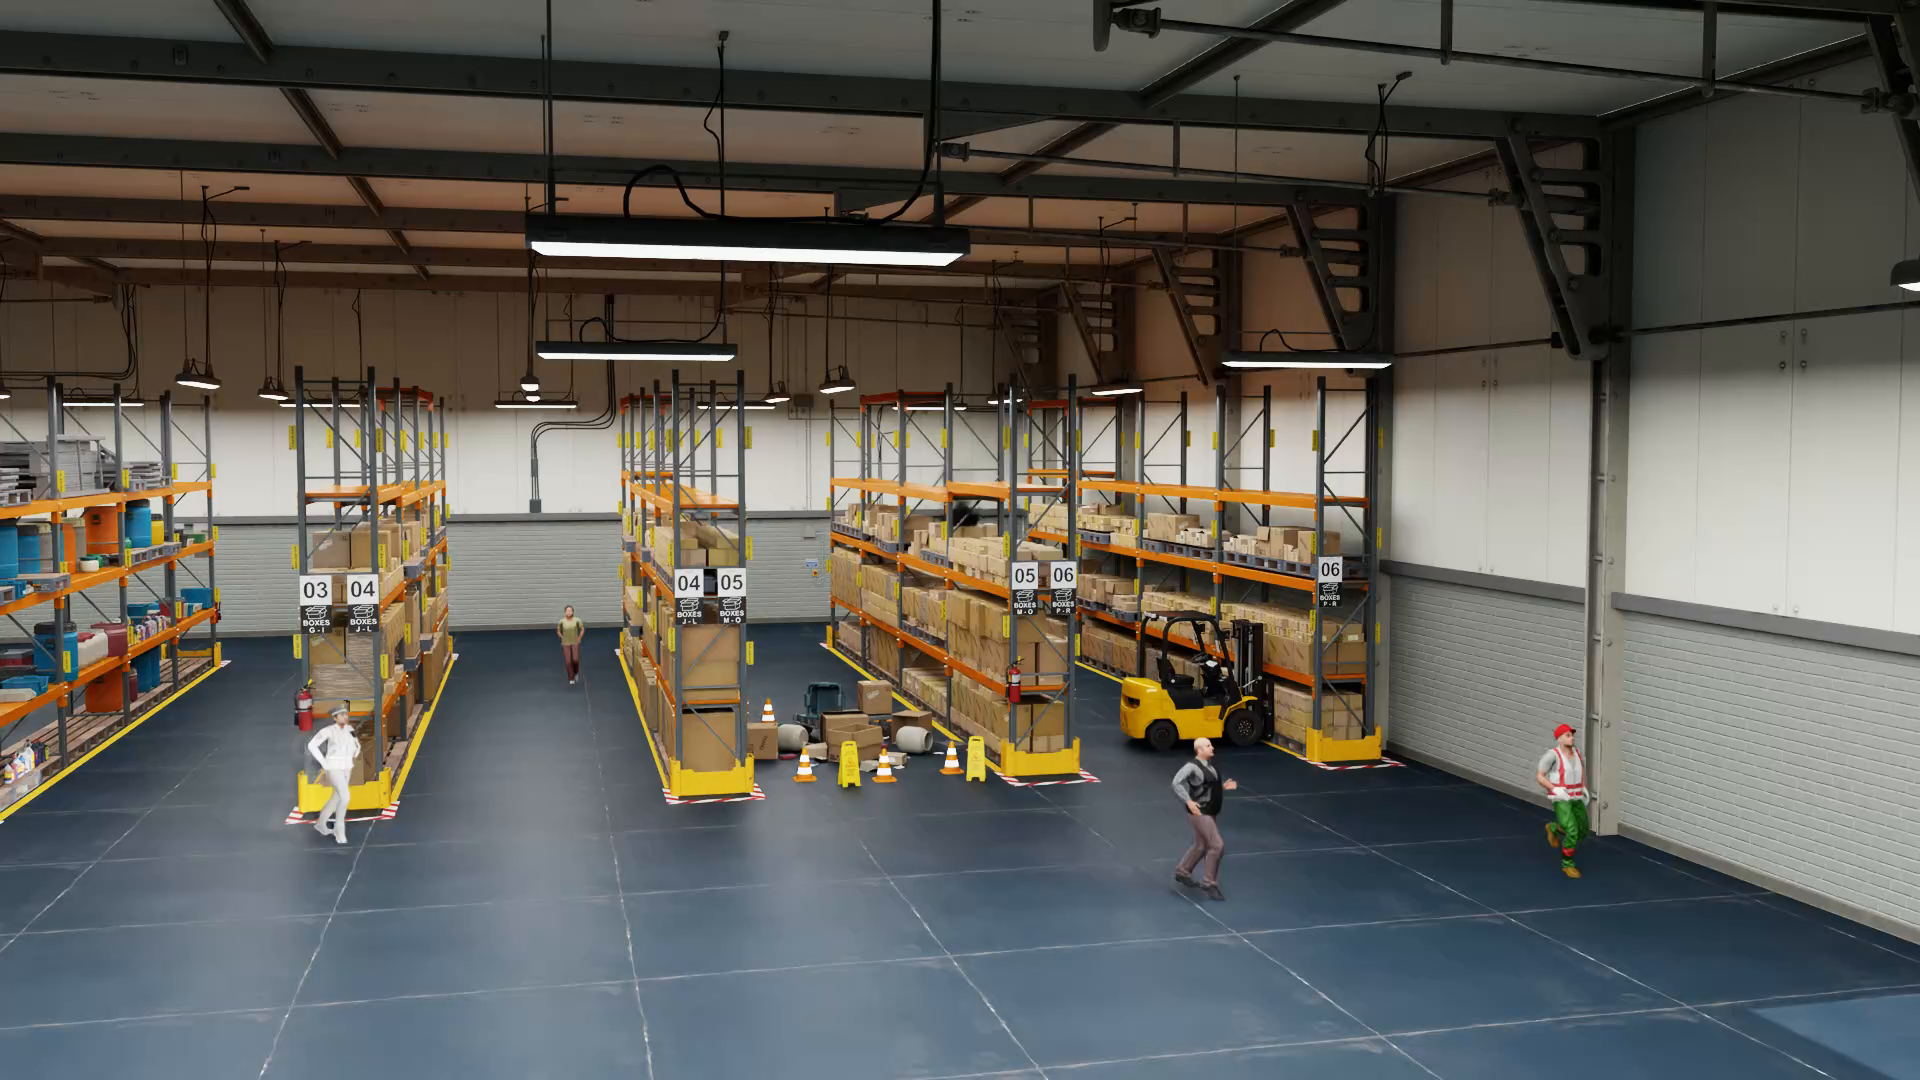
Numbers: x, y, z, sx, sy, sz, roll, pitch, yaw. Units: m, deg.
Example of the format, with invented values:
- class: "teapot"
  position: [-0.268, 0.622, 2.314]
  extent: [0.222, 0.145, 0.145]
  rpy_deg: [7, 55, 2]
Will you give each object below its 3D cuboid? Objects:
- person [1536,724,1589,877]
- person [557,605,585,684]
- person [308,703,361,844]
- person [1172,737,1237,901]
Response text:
- class: "person"
  position: [6.998, 2.994, 19.326]
  extent: [0.676, 1.724, 0.675]
  rpy_deg: [-2, 4, -24]
- class: "person"
  position: [-7.970, 2.151, 34.030]
  extent: [0.556, 1.624, 0.520]
  rpy_deg: [-1, 3, -10]
- class: "person"
  position: [-7.820, 2.920, 20.903]
  extent: [0.635, 1.749, 0.635]
  rpy_deg: [2, 4, 27]
- class: "person"
  position: [2.678, 3.096, 18.296]
  extent: [0.727, 1.708, 0.641]
  rpy_deg: [2, 4, 30]
